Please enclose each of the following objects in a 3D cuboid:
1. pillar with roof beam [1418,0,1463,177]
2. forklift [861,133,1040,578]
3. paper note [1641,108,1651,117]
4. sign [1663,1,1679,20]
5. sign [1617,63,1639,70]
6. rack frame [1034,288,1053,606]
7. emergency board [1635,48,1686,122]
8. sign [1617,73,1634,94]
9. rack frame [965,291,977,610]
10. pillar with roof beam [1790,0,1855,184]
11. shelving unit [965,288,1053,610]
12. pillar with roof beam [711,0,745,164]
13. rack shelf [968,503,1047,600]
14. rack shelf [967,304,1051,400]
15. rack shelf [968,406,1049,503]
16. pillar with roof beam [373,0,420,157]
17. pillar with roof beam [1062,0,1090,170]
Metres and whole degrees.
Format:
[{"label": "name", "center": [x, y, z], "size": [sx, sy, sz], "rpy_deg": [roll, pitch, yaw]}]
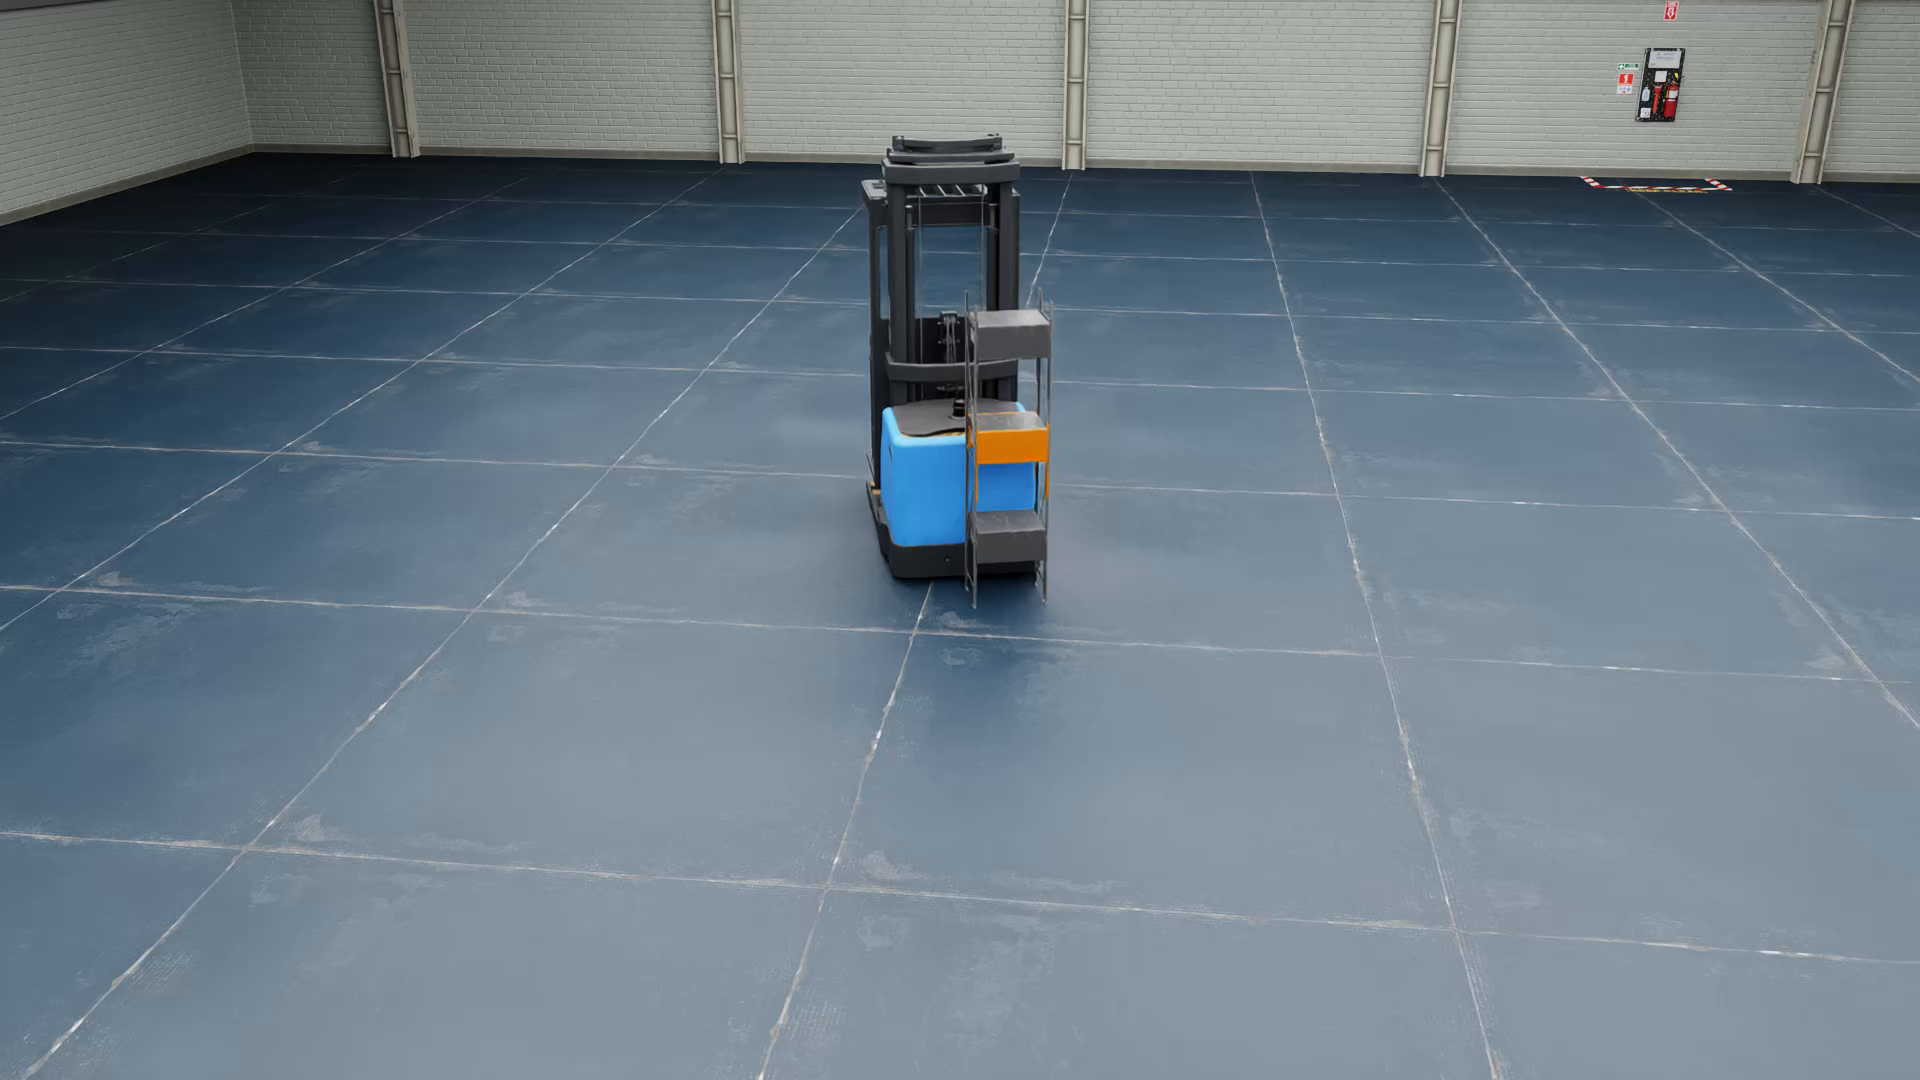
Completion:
[{"label": "pillar with roof beam", "center": [7.410, -8.749, 22.331], "size": [0.400, 9.000, 9.100], "rpy_deg": [2, 22, 6]}, {"label": "forklift", "center": [-0.146, -1.602, 12.505], "size": [1.130, 2.935, 3.031], "rpy_deg": [-3, 22, -7]}, {"label": "paper note", "center": [11.257, -7.016, 27.304], "size": [0.142, 0.148, 0.016], "rpy_deg": [2, 22, 6]}, {"label": "sign", "center": [11.429, -8.507, 26.725], "size": [0.199, 0.298, 0.001], "rpy_deg": [2, 22, 6]}, {"label": "sign", "center": [10.892, -7.714, 27.102], "size": [0.331, 0.109, 0.001], "rpy_deg": [2, 22, 6]}, {"label": "rack frame", "center": [0.554, -0.601, 11.104], "size": [0.015, 2.100, 0.400], "rpy_deg": [-3, 22, -8]}, {"label": "emergency board", "center": [11.425, -7.393, 27.059], "size": [0.643, 1.169, 0.194], "rpy_deg": [2, 22, 6]}, {"label": "sign", "center": [10.888, -7.471, 27.208], "size": [0.234, 0.329, 0.001], "rpy_deg": [2, 22, 6]}, {"label": "rack frame", "center": [0.072, -0.574, 11.035], "size": [0.015, 2.100, 0.400], "rpy_deg": [-3, 22, -8]}, {"label": "pillar with roof beam", "center": [13.368, -8.490, 21.674], "size": [0.400, 9.000, 9.100], "rpy_deg": [2, 22, 6]}, {"label": "shelving unit", "center": [0.313, -0.587, 11.070], "size": [0.503, 2.100, 0.431], "rpy_deg": [-3, 22, -8]}, {"label": "pillar with roof beam", "center": [-4.507, -9.269, 23.644], "size": [0.400, 9.000, 9.100], "rpy_deg": [2, 22, 6]}, {"label": "rack shelf", "center": [0.313, 0.076, 11.332], "size": [0.480, 0.518, 0.431], "rpy_deg": [-3, 22, -8]}, {"label": "rack shelf", "center": [0.313, -1.226, 10.817], "size": [0.480, 0.518, 0.431], "rpy_deg": [-3, 22, -8]}, {"label": "rack shelf", "center": [0.313, -0.575, 11.075], "size": [0.480, 0.518, 0.431], "rpy_deg": [-3, 22, -8]}, {"label": "pillar with roof beam", "center": [-10.465, -9.528, 24.301], "size": [0.400, 9.000, 9.100], "rpy_deg": [2, 22, 6]}, {"label": "pillar with roof beam", "center": [1.451, -9.009, 22.988], "size": [0.400, 9.000, 9.100], "rpy_deg": [2, 22, 6]}]
